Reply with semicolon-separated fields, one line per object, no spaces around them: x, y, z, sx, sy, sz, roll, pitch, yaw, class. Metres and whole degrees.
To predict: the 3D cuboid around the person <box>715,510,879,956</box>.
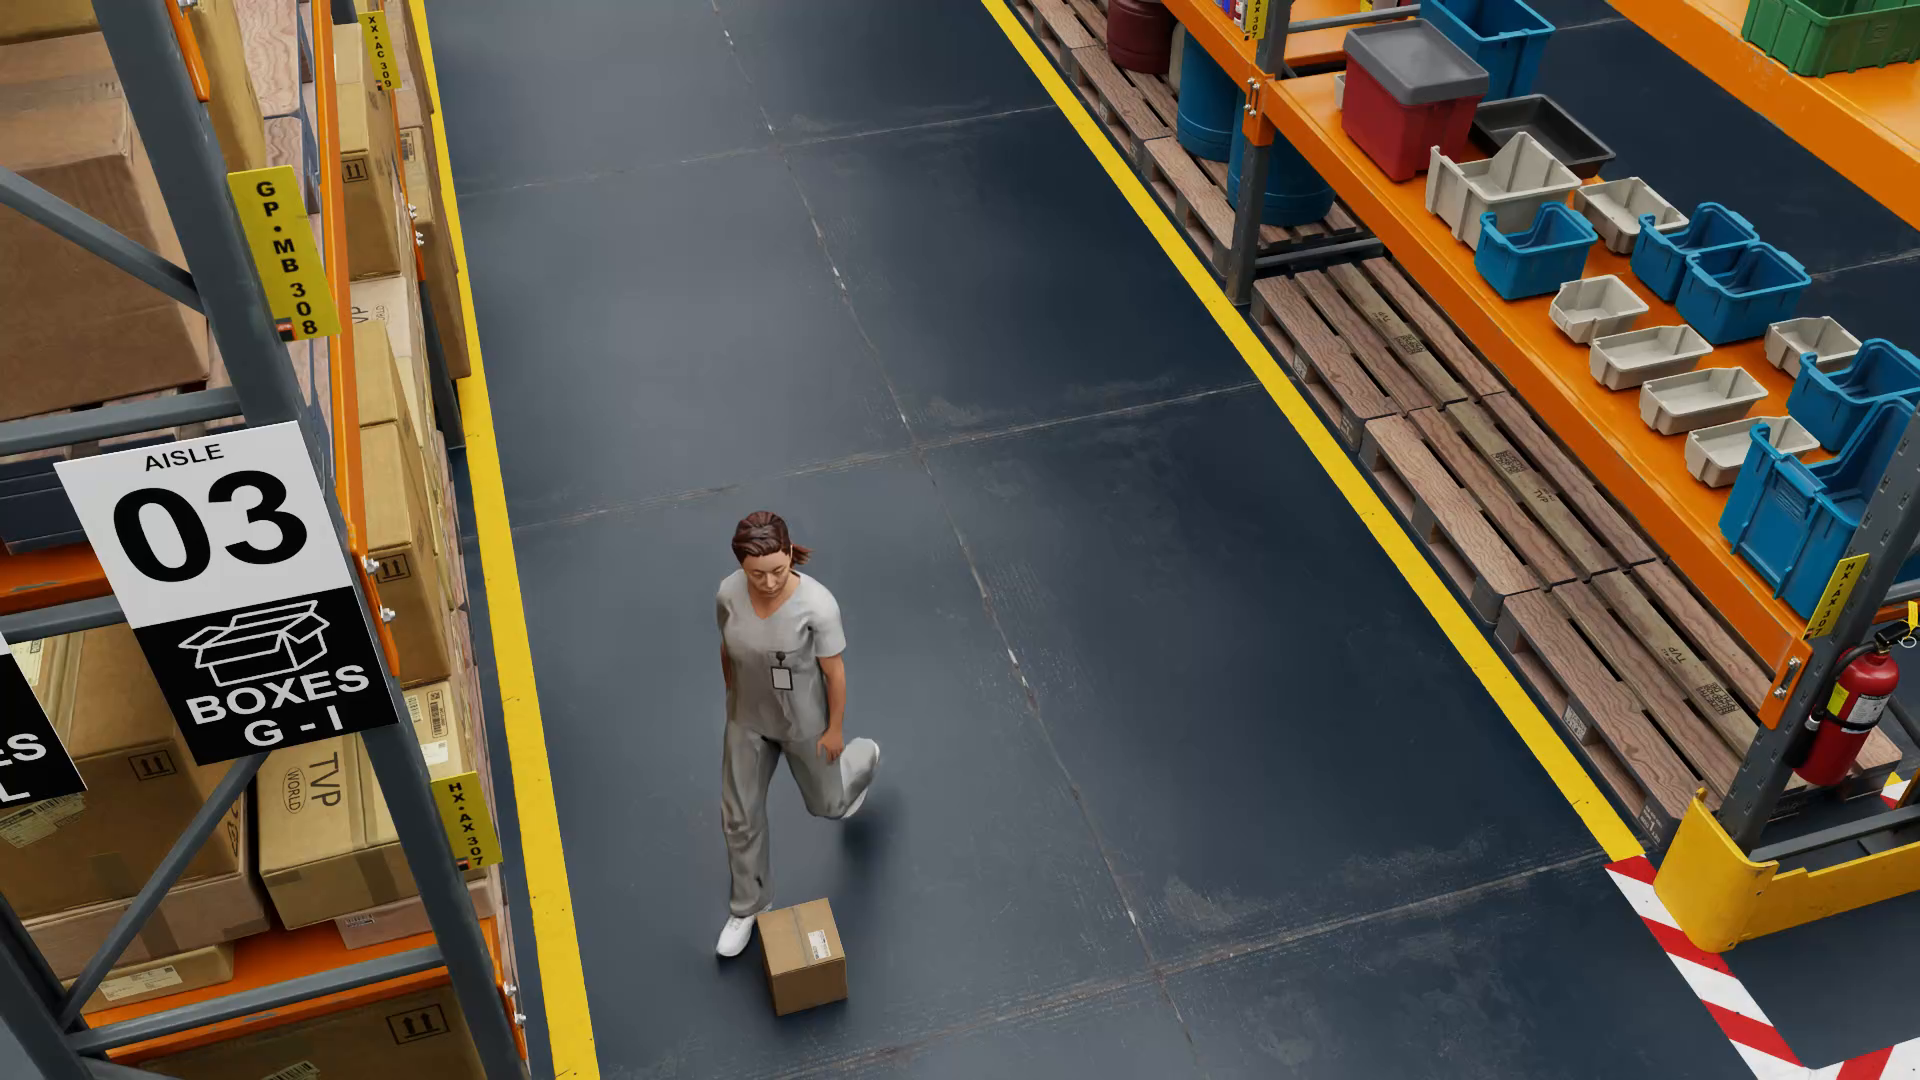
-0.601;0.595;5.534;0.458;1.629;0.918;11;43;12;person
